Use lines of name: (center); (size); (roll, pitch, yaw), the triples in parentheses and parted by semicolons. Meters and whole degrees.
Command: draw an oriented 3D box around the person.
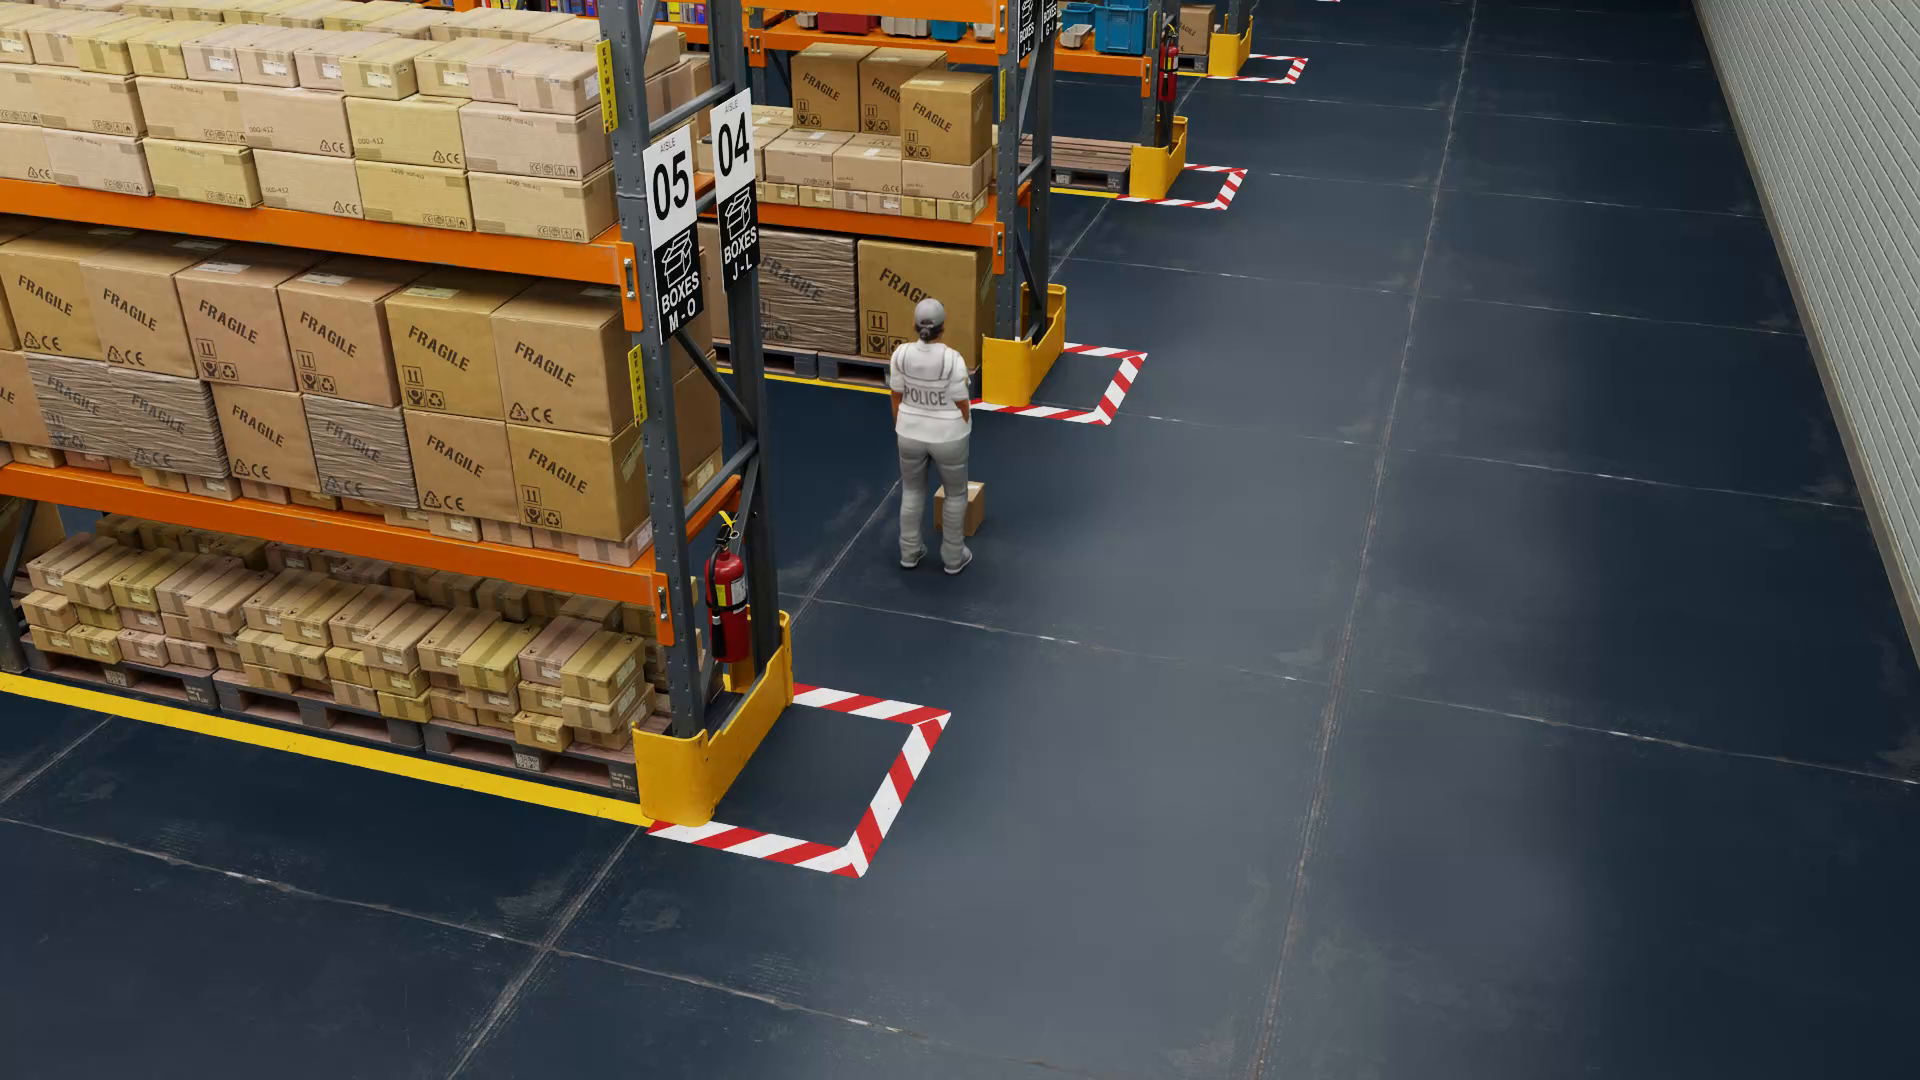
person: (-0.162, -0.597, 9.571); (0.469, 1.665, 0.390); (9, 31, 16)
